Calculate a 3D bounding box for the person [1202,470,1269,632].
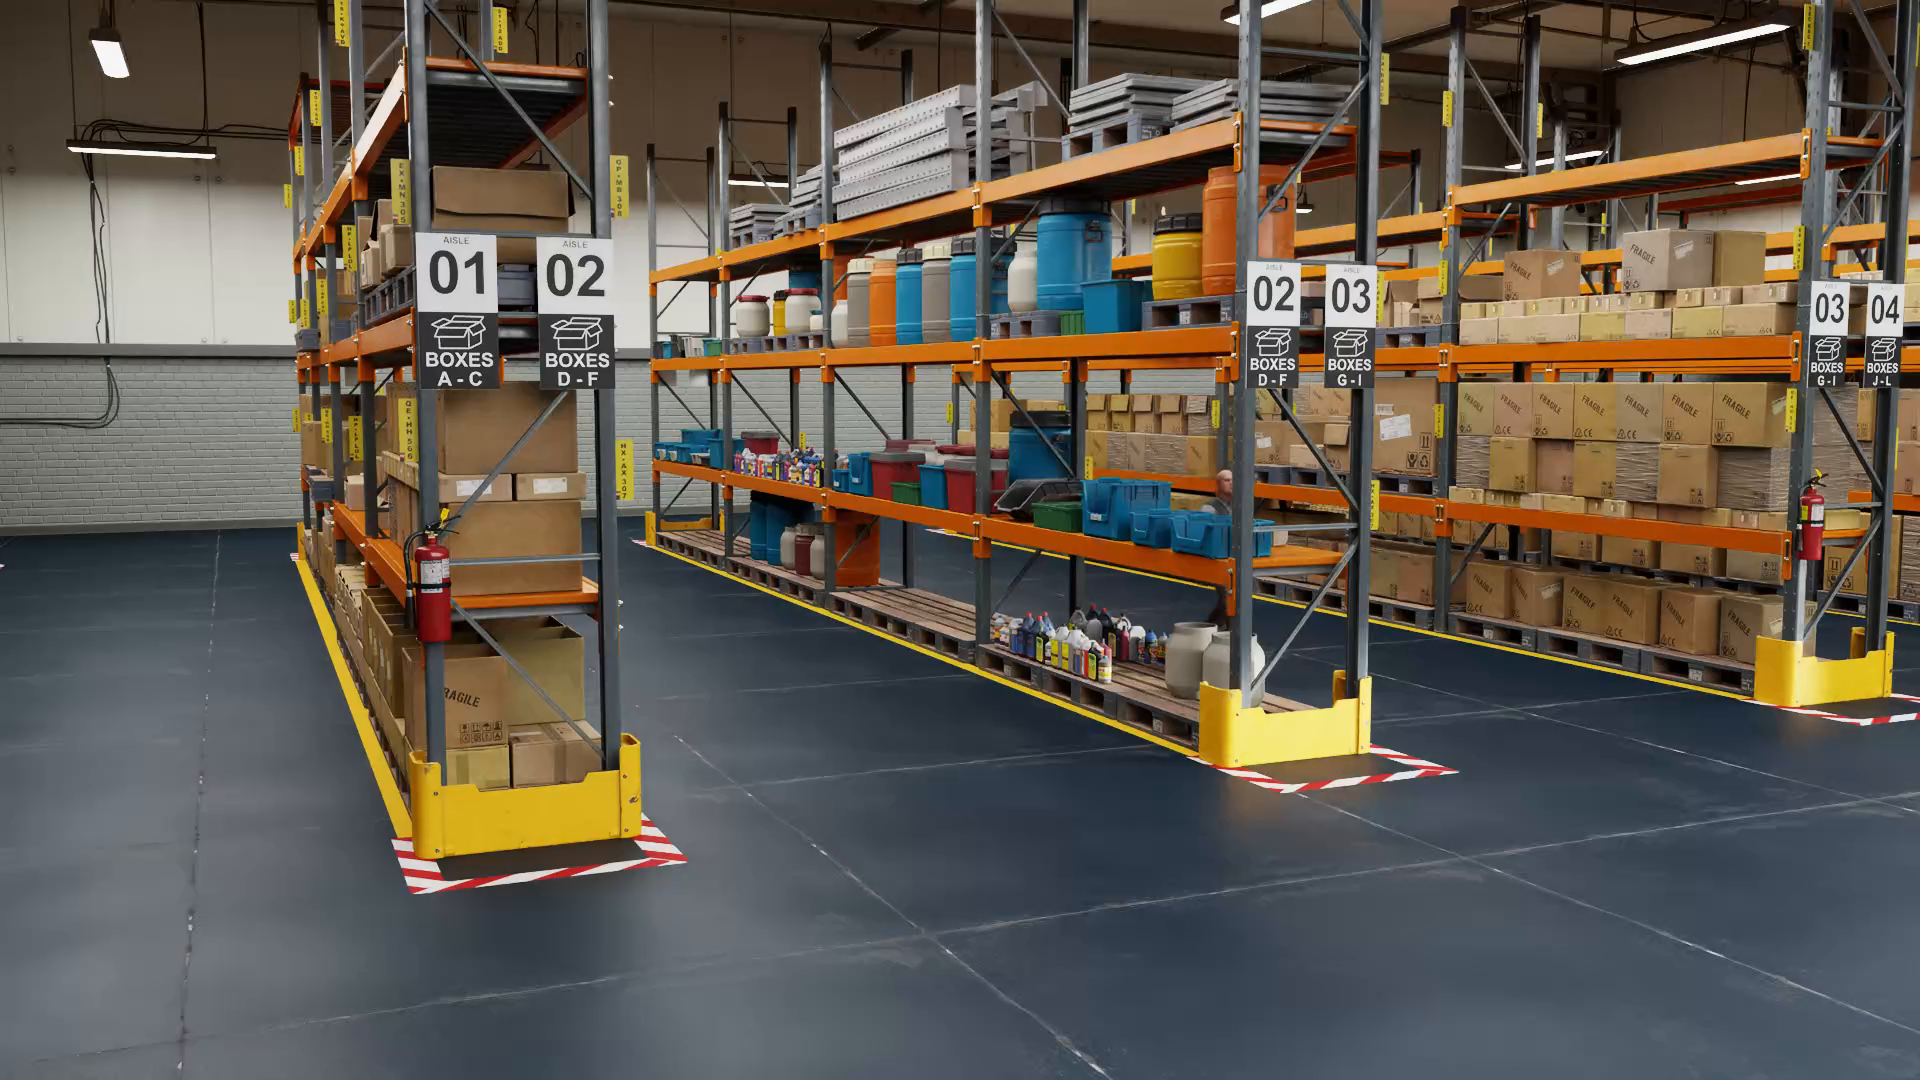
[{"bbox_3d":[2.388,0.236,14.403,0.532,1.675,1.029,-3,6,-30],"label":"person"}]
